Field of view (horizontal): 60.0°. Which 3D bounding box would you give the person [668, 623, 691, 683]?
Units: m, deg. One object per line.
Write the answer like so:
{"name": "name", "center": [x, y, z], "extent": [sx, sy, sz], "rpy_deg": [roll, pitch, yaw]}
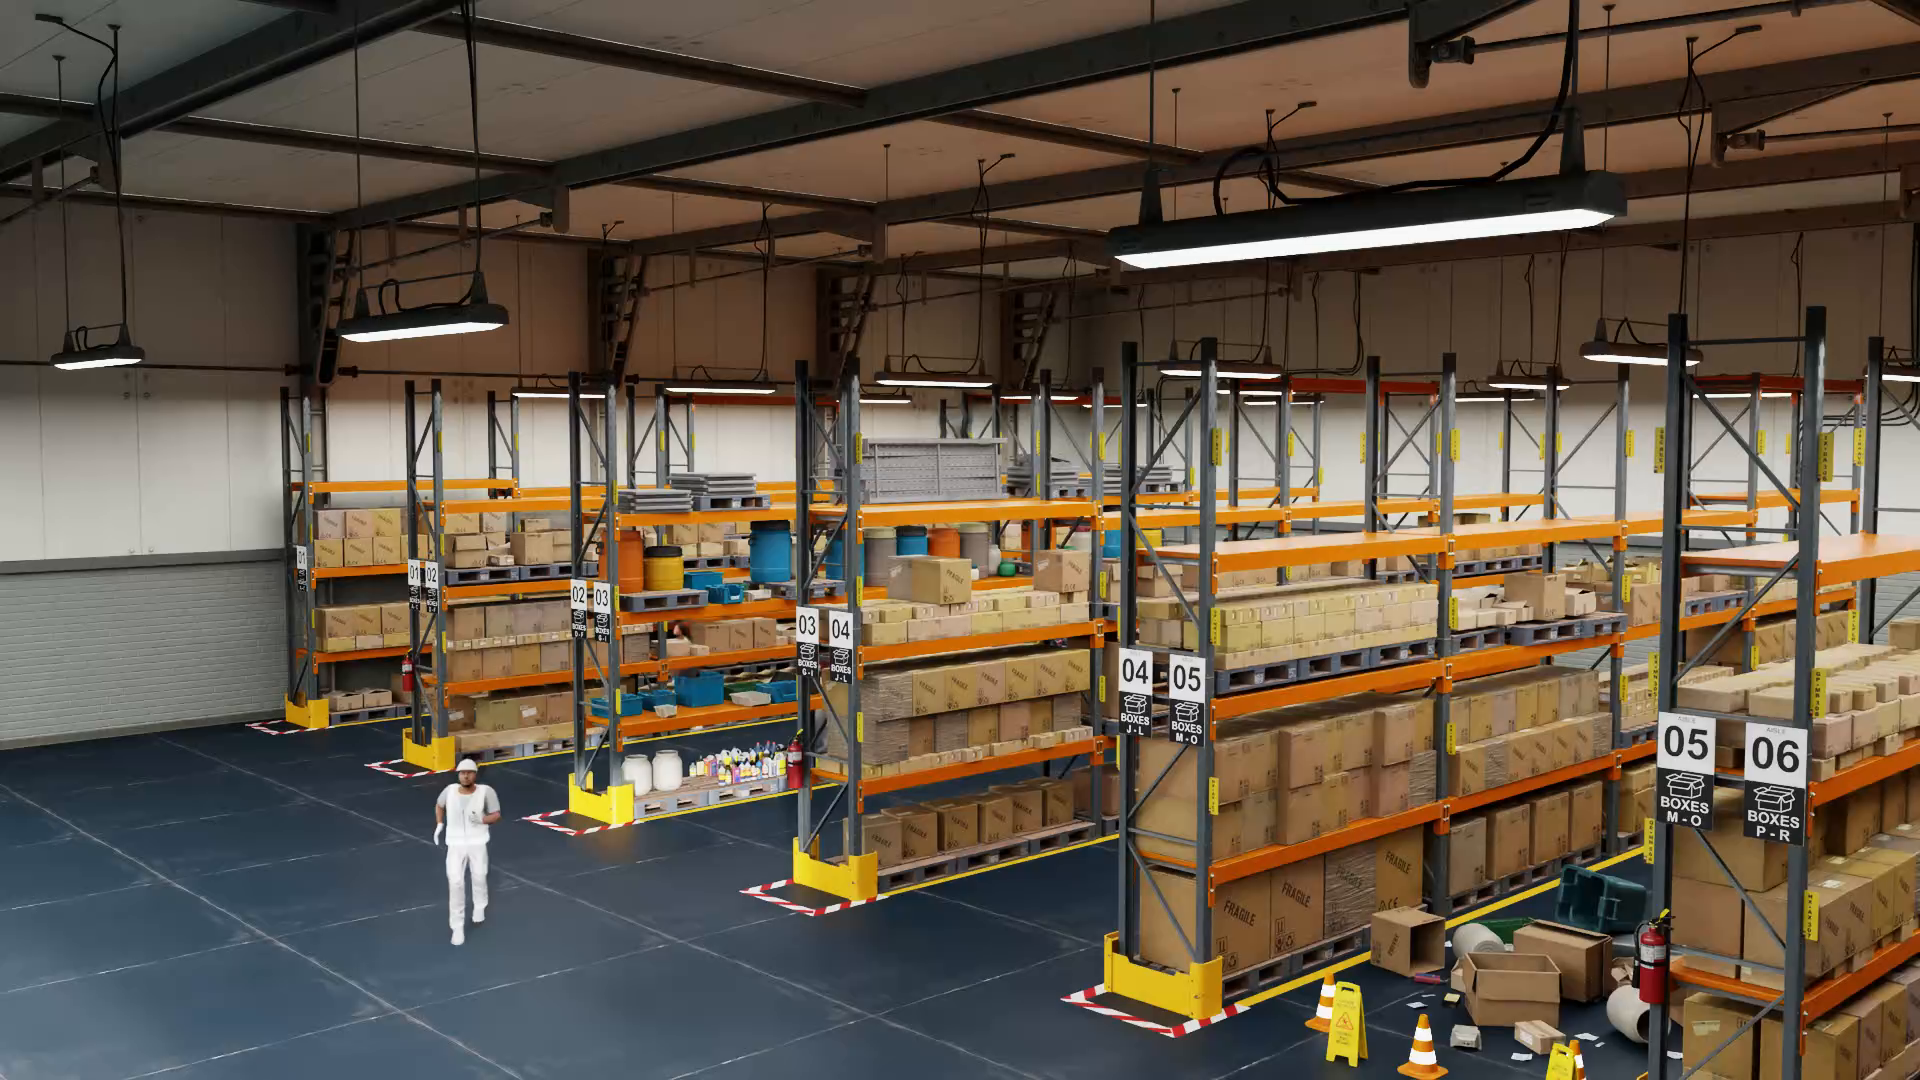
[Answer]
{"name": "person", "center": [-5.186, 2.371, 31.096], "extent": [0.574, 1.639, 0.586], "rpy_deg": [4, 5, 44]}

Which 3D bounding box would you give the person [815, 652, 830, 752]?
{"name": "person", "center": [-2.234, 2.576, 26.937], "extent": [0.565, 1.743, 0.658], "rpy_deg": [-3, 5, -43]}

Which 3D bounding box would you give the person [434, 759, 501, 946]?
{"name": "person", "center": [-5.073, 3.156, 17.146], "extent": [0.672, 1.816, 0.898], "rpy_deg": [-1, 4, -12]}
